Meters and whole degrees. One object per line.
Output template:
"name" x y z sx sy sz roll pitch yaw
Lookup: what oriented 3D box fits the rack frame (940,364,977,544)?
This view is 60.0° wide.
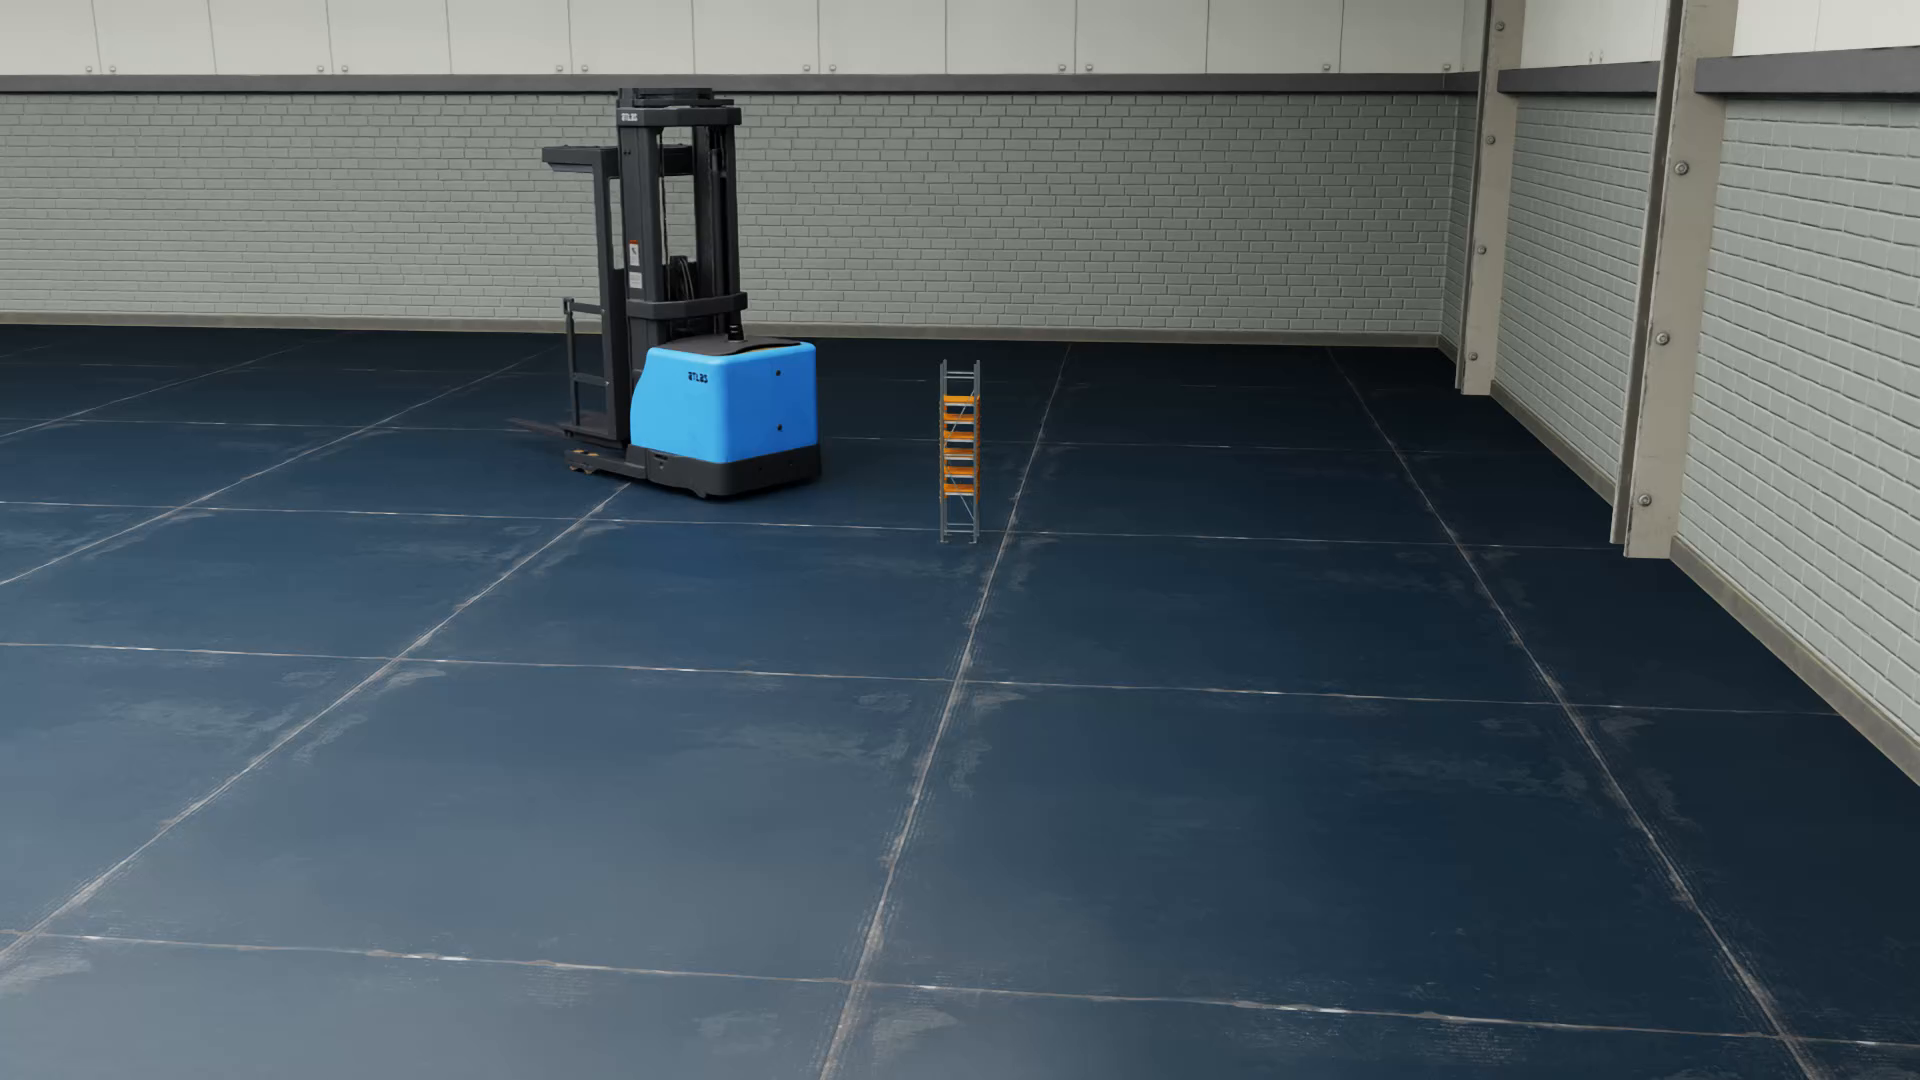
"rack frame" -0.009 -0.559 10.932 0.240 1.200 0.006 2 15 6

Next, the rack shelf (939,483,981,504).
"rack shelf" 0.002 -0.308 11.094 0.258 0.103 0.180 2 15 6

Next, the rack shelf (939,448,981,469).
"rack shelf" 0.002 -0.540 11.031 0.258 0.103 0.180 2 15 6

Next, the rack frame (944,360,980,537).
"rack frame" 0.012 -0.607 11.107 0.240 1.200 0.006 2 15 6

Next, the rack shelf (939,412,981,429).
"rack shelf" 0.002 -0.772 10.968 0.258 0.103 0.180 2 15 6

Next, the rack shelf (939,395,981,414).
"rack shelf" 0.002 -0.888 10.937 0.258 0.103 0.180 2 15 6

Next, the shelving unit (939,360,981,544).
"shelving unit" 0.002 -0.583 11.019 0.258 1.200 0.189 2 15 6

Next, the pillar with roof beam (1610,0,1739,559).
"pillar with roof beam" 0.201 -4.406 10.217 9.100 9.000 0.400 2 15 6

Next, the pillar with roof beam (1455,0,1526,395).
"pillar with roof beam" 0.878 -5.962 15.972 9.100 9.000 0.400 2 15 6

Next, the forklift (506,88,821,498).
"forklift" -2.501 -2.021 13.022 3.031 2.935 1.130 13 20 40

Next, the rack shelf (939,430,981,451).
"rack shelf" 0.002 -0.656 11.000 0.258 0.103 0.180 2 15 6

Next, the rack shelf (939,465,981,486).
"rack shelf" 0.002 -0.424 11.062 0.258 0.103 0.180 2 15 6
